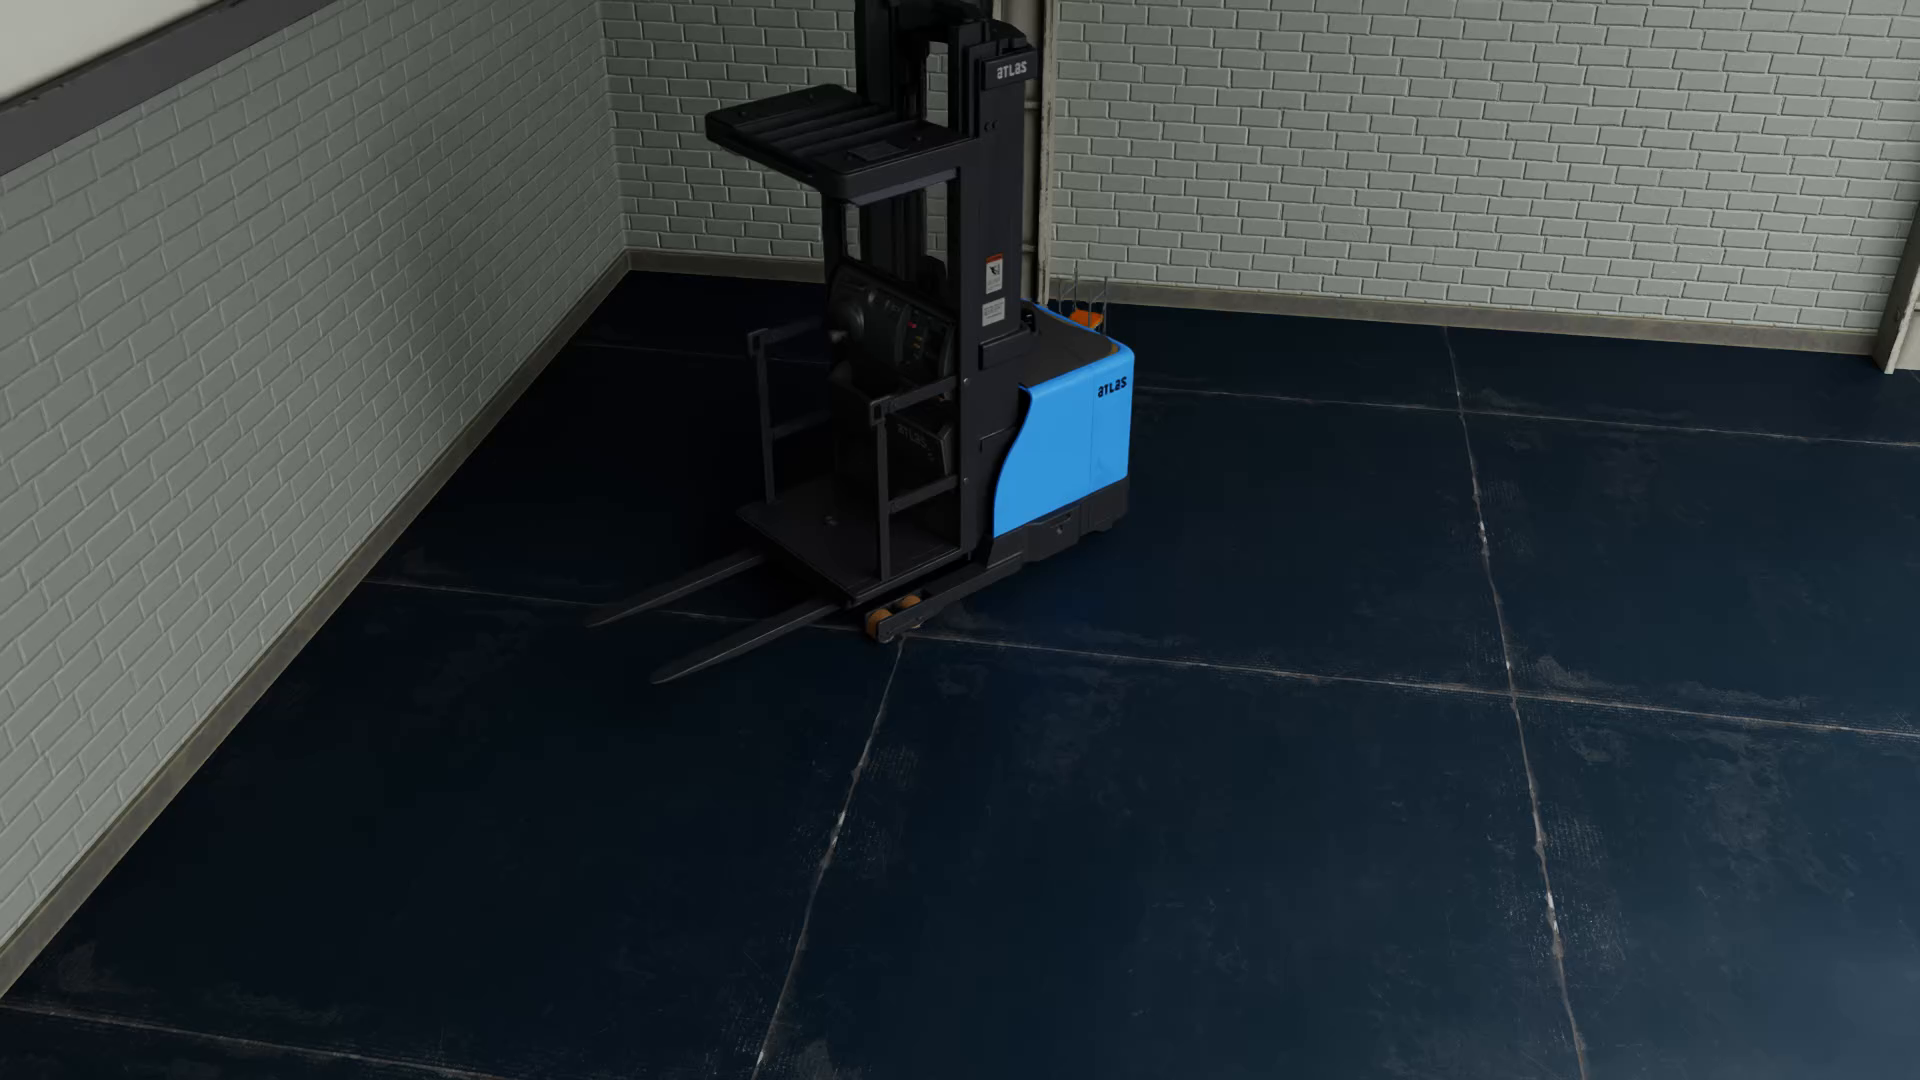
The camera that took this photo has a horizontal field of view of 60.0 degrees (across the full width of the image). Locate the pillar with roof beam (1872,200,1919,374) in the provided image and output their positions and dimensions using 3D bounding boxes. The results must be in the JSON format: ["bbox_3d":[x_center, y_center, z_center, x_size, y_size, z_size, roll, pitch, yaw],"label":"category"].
[{"bbox_3d":[5.617,-2.731,5.131,0.400,9.000,9.100,5,32,8],"label":"pillar with roof beam"}]

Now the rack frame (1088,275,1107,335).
[{"bbox_3d":[0.777,-0.922,9.584,0.006,1.200,0.240,15,34,24],"label":"rack frame"}]

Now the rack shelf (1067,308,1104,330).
[{"bbox_3d":[0.694,-1.214,9.458,0.180,0.103,0.258,15,34,24],"label":"rack shelf"}]

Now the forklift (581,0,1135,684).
[{"bbox_3d":[-0.499,-1.038,8.146,3.031,2.935,1.130,-24,39,-33],"label":"forklift"}]

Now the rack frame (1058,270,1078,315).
[{"bbox_3d":[0.615,-0.965,9.658,0.006,1.200,0.240,15,34,24],"label":"rack frame"}]

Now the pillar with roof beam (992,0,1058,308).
[{"bbox_3d":[-0.298,-3.266,5.987,0.400,9.000,9.100,5,32,8],"label":"pillar with roof beam"}]

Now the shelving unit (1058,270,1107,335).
[{"bbox_3d":[0.696,-0.944,9.621,0.189,1.200,0.258,15,34,24],"label":"shelving unit"}]
